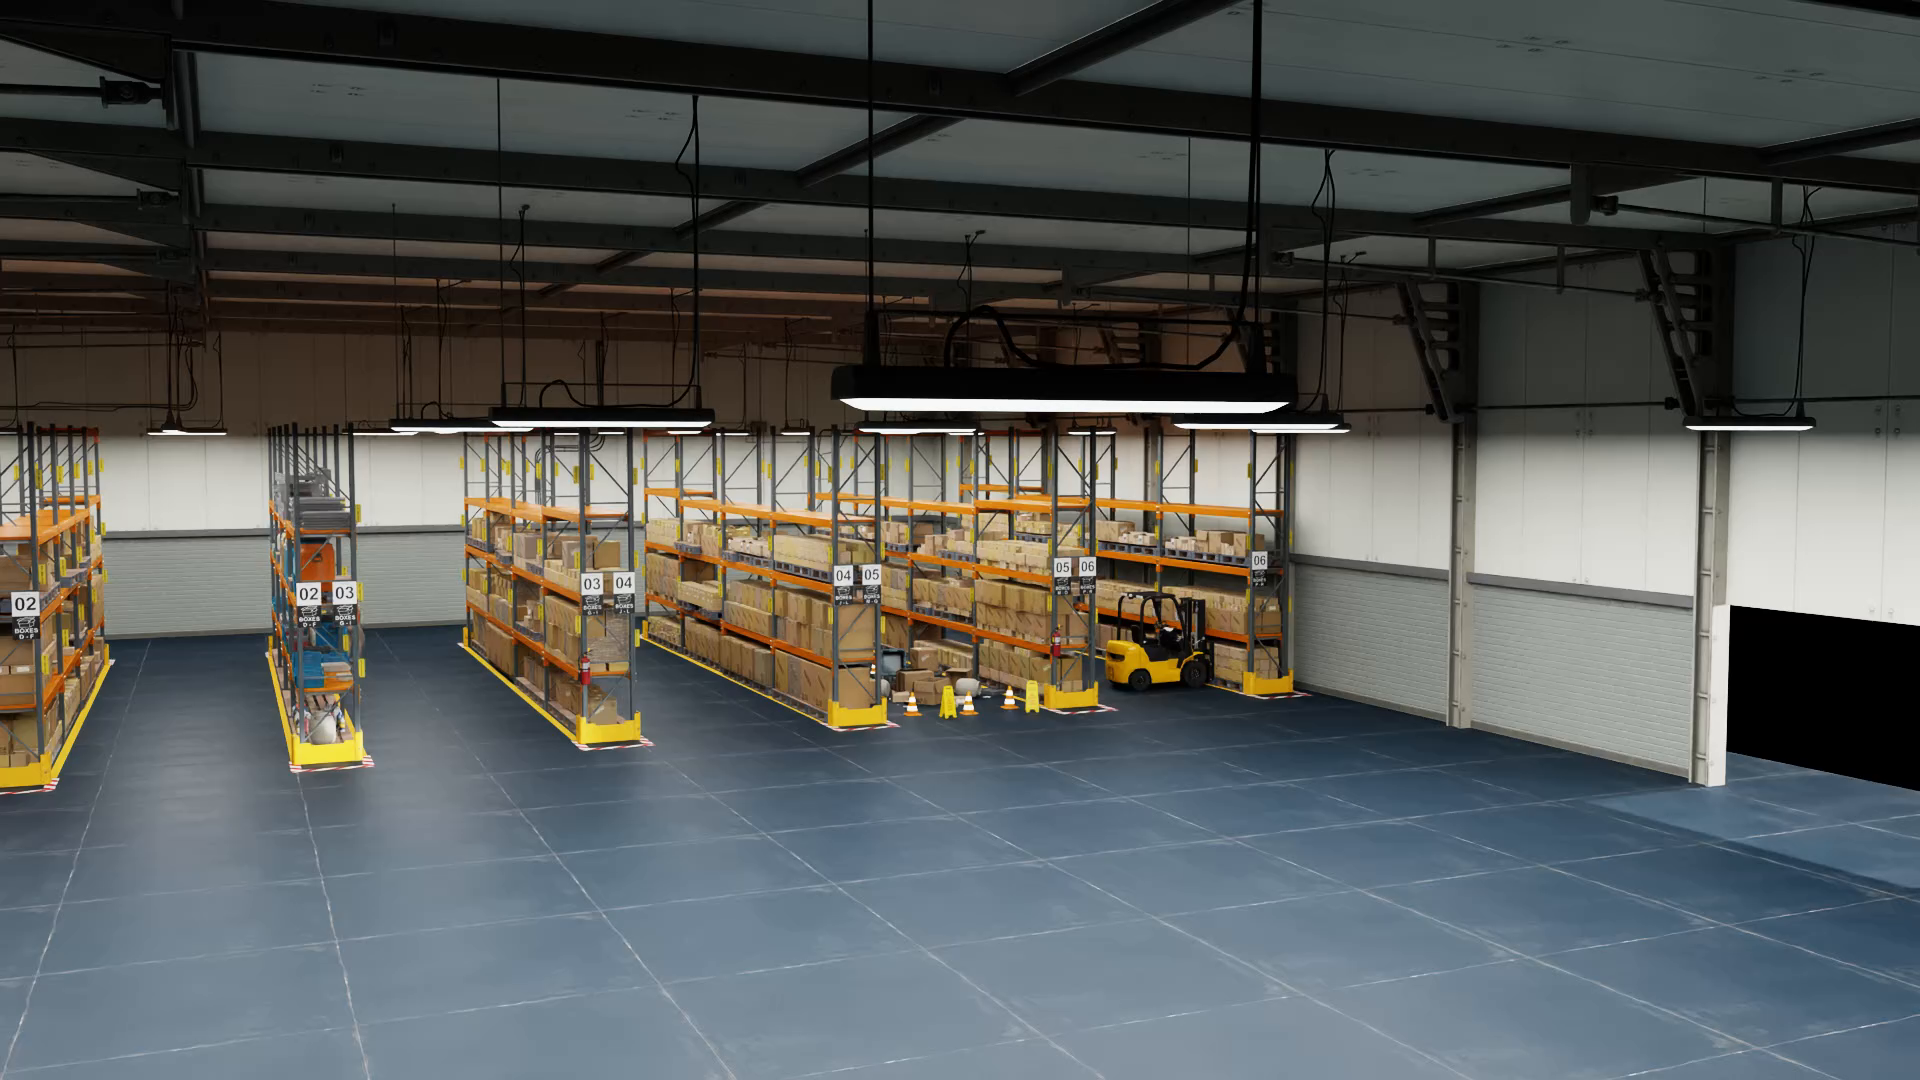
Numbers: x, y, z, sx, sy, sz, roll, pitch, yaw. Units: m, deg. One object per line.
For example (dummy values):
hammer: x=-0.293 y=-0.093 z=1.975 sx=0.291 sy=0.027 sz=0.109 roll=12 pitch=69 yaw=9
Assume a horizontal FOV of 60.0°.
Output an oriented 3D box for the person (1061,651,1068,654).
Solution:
person: x=2.361 y=2.423 z=39.385 sx=0.592 sy=1.775 sz=0.485 roll=-1 pitch=4 yaw=-15

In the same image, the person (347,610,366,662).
person: x=-15.574 y=2.268 z=42.533 sx=0.535 sy=1.736 sz=0.549 roll=1 pitch=4 yaw=21
